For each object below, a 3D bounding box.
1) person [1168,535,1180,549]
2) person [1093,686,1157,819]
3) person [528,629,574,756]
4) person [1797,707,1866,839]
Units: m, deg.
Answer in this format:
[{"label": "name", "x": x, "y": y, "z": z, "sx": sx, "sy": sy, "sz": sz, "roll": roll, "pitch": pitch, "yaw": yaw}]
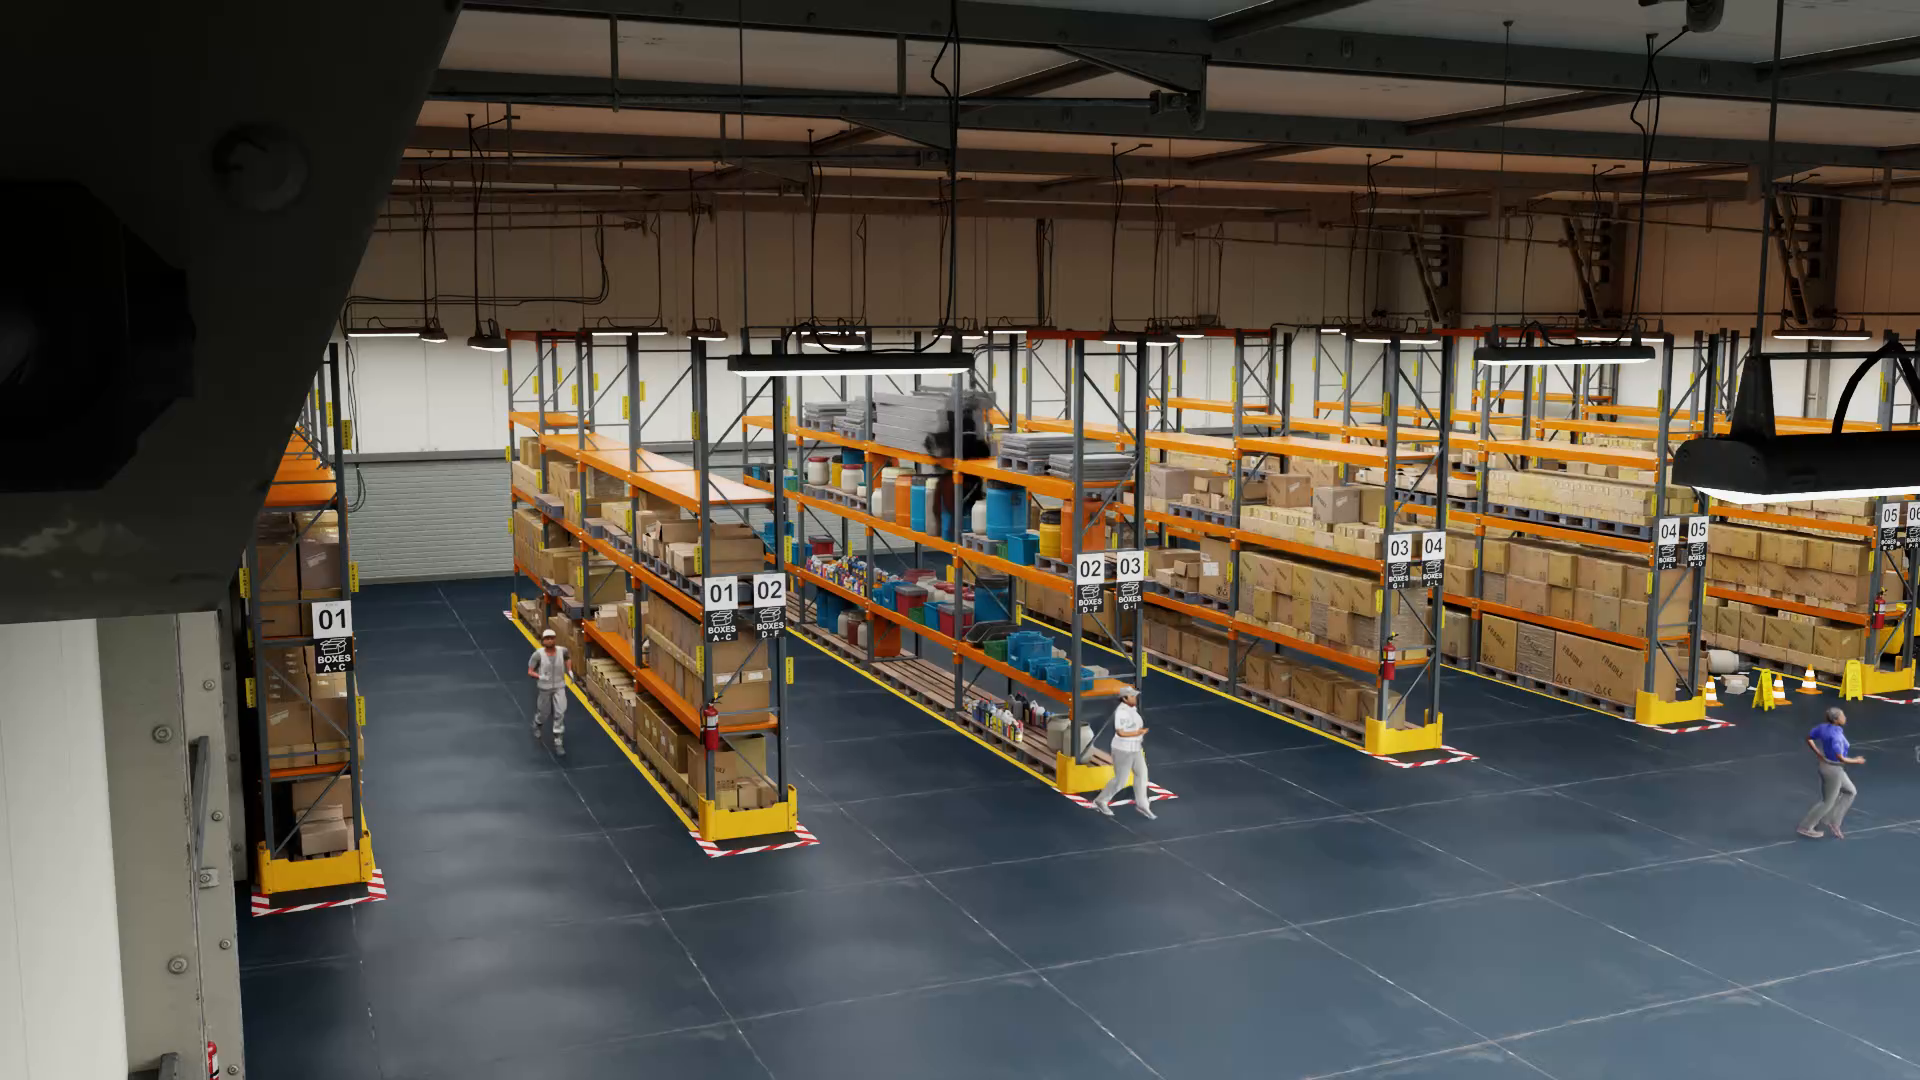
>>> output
[{"label": "person", "x": 5.318, "y": -0.180, "z": 42.055, "sx": 0.810, "sy": 1.624, "sz": 0.520, "roll": -3, "pitch": 8, "yaw": -19}, {"label": "person", "x": 2.076, "y": 2.677, "z": 20.896, "sx": 0.769, "sy": 1.725, "sz": 0.606, "roll": 3, "pitch": 8, "yaw": 22}, {"label": "person", "x": -5.946, "y": 2.165, "z": 24.178, "sx": 0.669, "sy": 1.791, "sz": 0.992, "roll": -4, "pitch": 9, "yaw": -25}, {"label": "person", "x": 10.519, "y": 2.820, "z": 20.067, "sx": 0.703, "sy": 1.663, "sz": 0.582, "roll": 2, "pitch": 8, "yaw": 12}]
